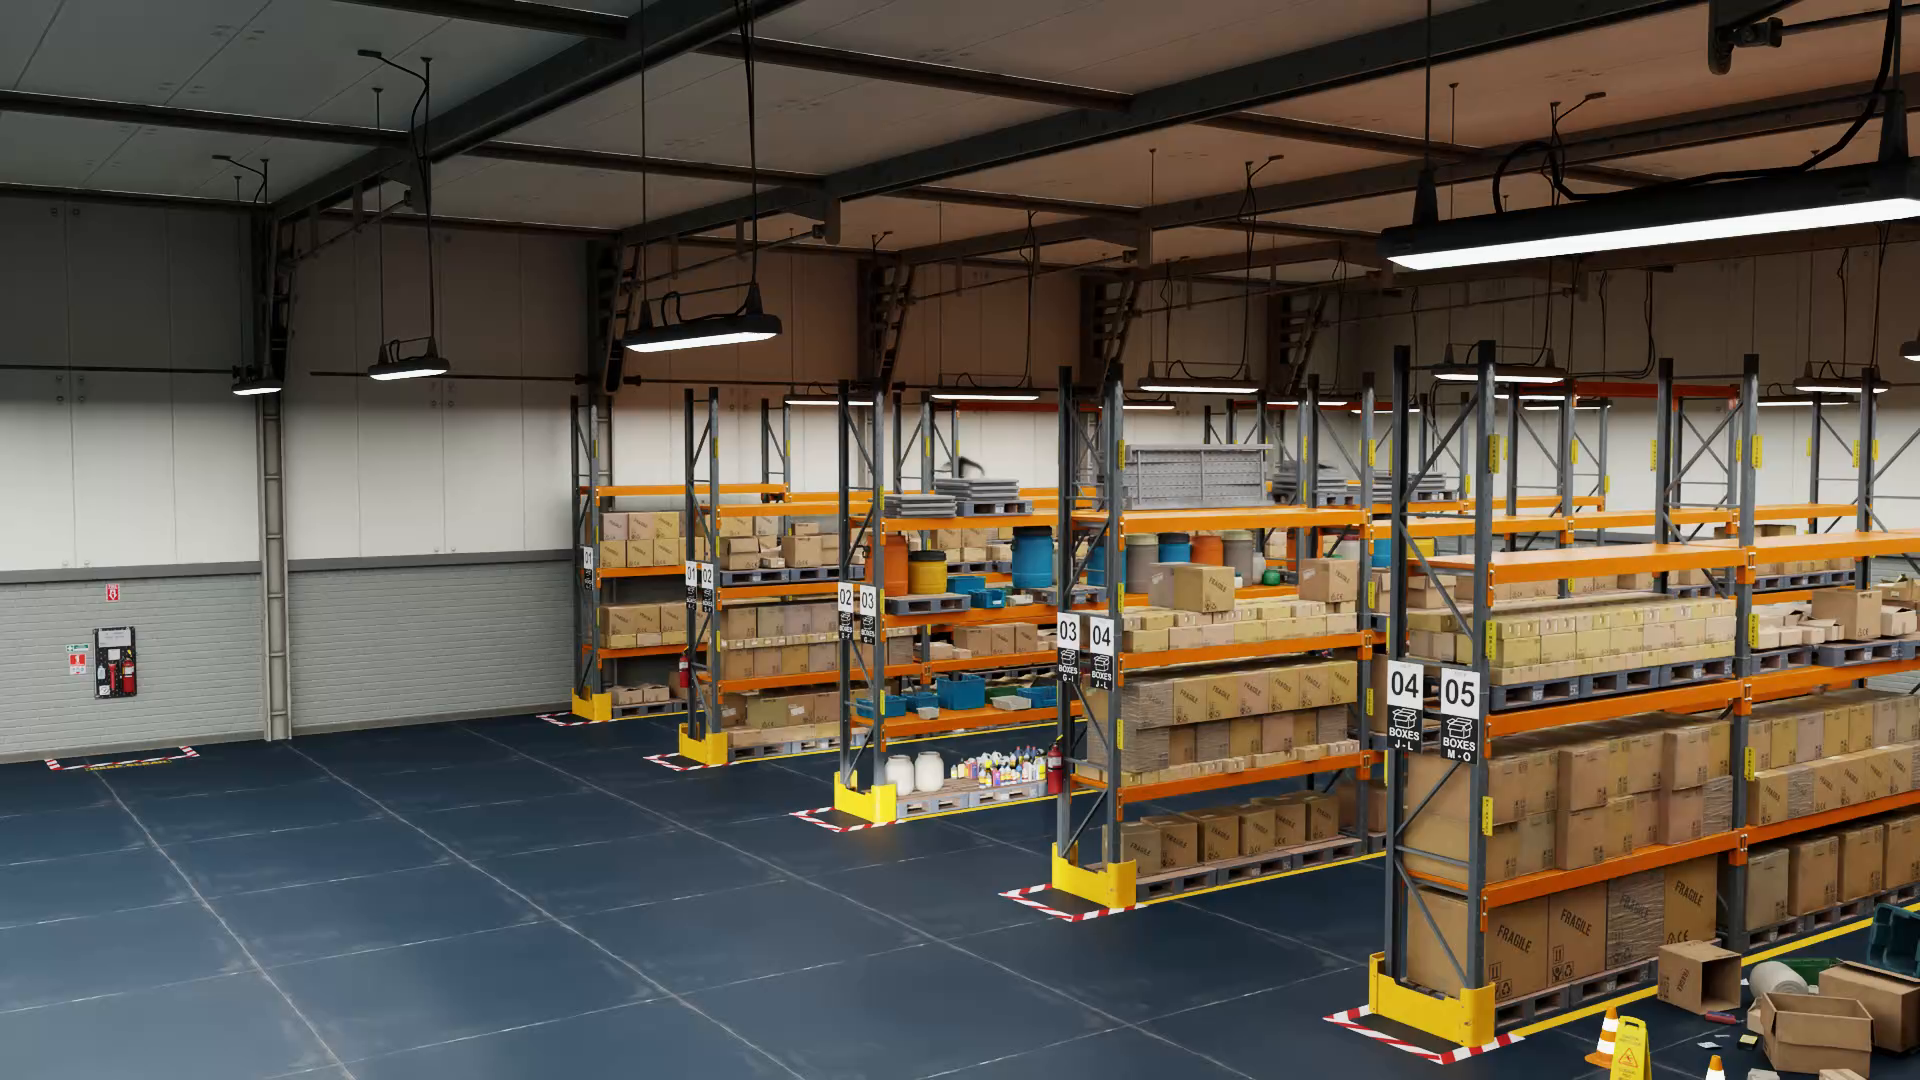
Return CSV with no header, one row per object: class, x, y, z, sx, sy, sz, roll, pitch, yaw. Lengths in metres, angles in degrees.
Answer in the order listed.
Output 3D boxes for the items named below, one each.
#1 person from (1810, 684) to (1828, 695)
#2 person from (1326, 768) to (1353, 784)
person,12.455,2.862,24.265,0.699,1.718,0.562,-3,5,-44
person,5.429,2.895,23.594,0.606,1.703,0.716,-1,4,-15
